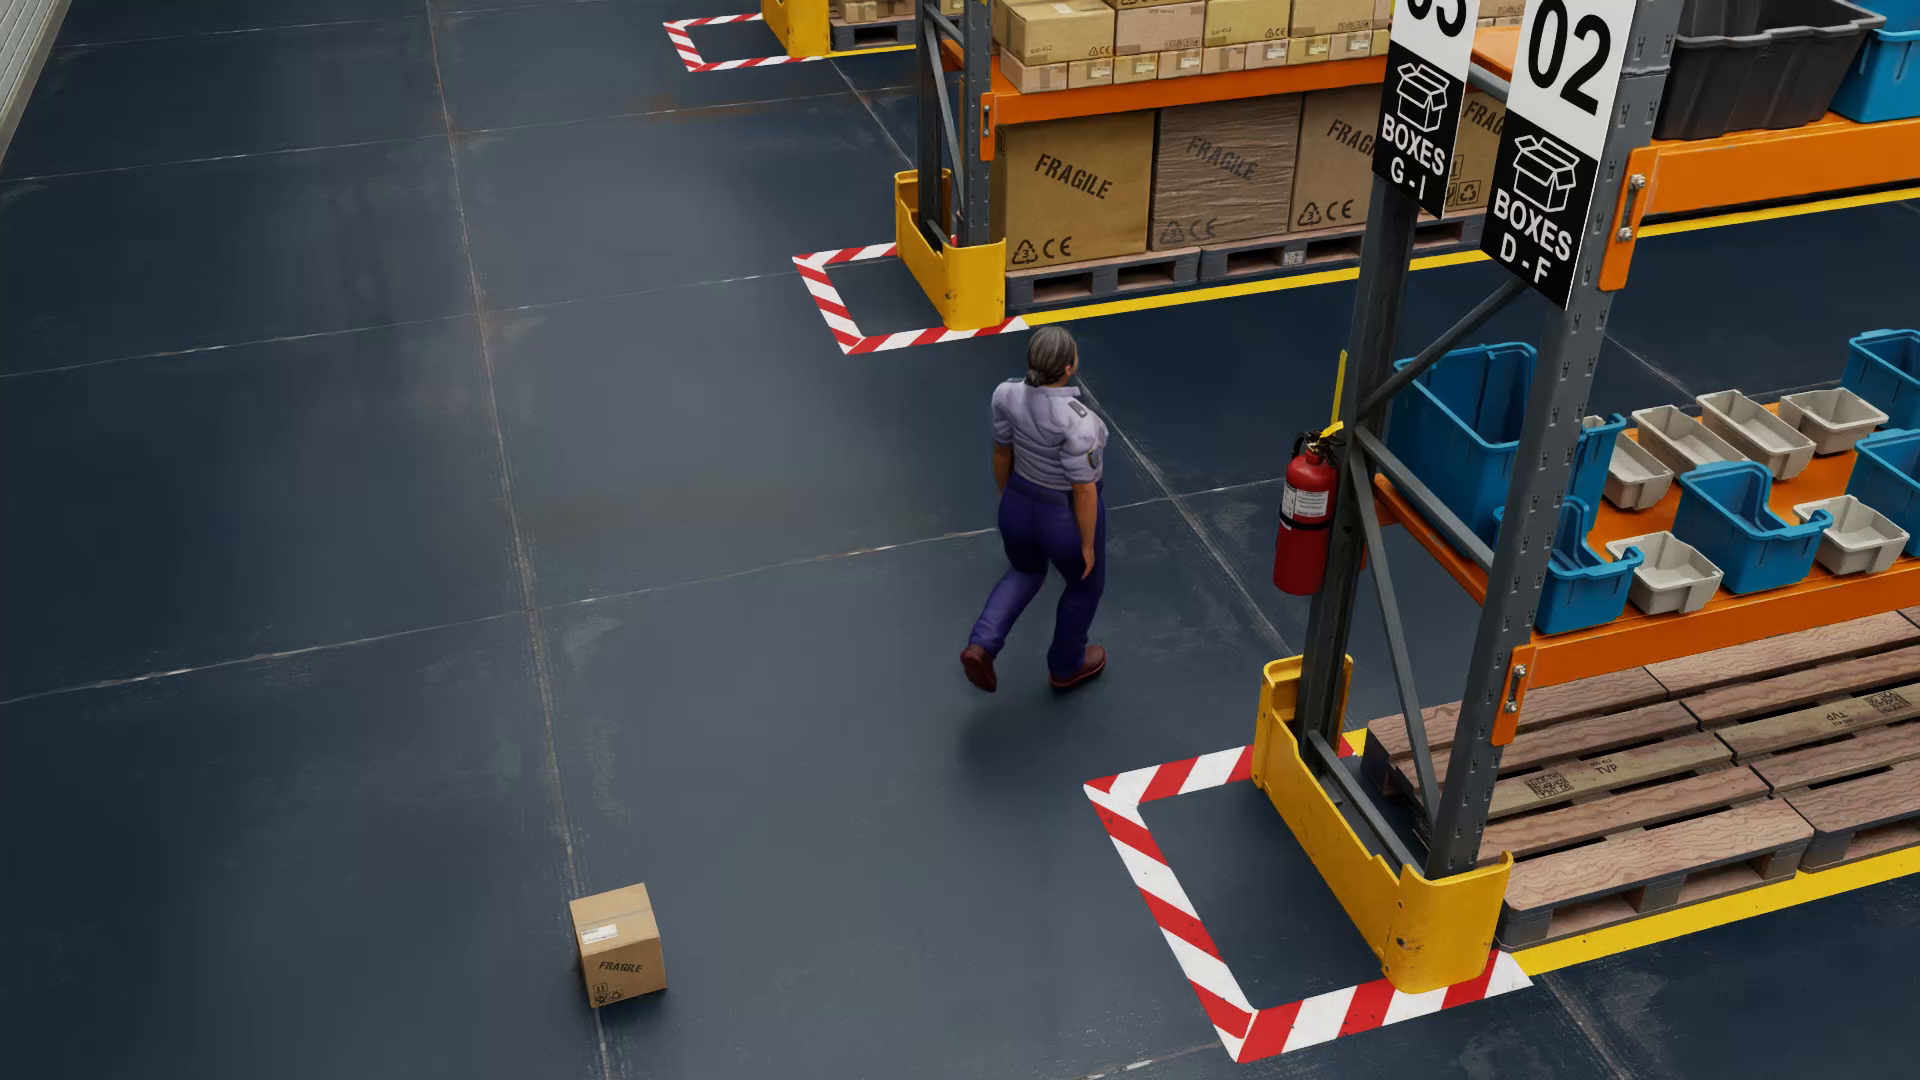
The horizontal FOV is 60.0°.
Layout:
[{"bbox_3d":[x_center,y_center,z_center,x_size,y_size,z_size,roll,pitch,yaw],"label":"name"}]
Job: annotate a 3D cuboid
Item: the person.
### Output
[{"bbox_3d":[0.358,-0.108,6.271,0.501,1.623,0.536,25,41,31],"label":"person"}]
